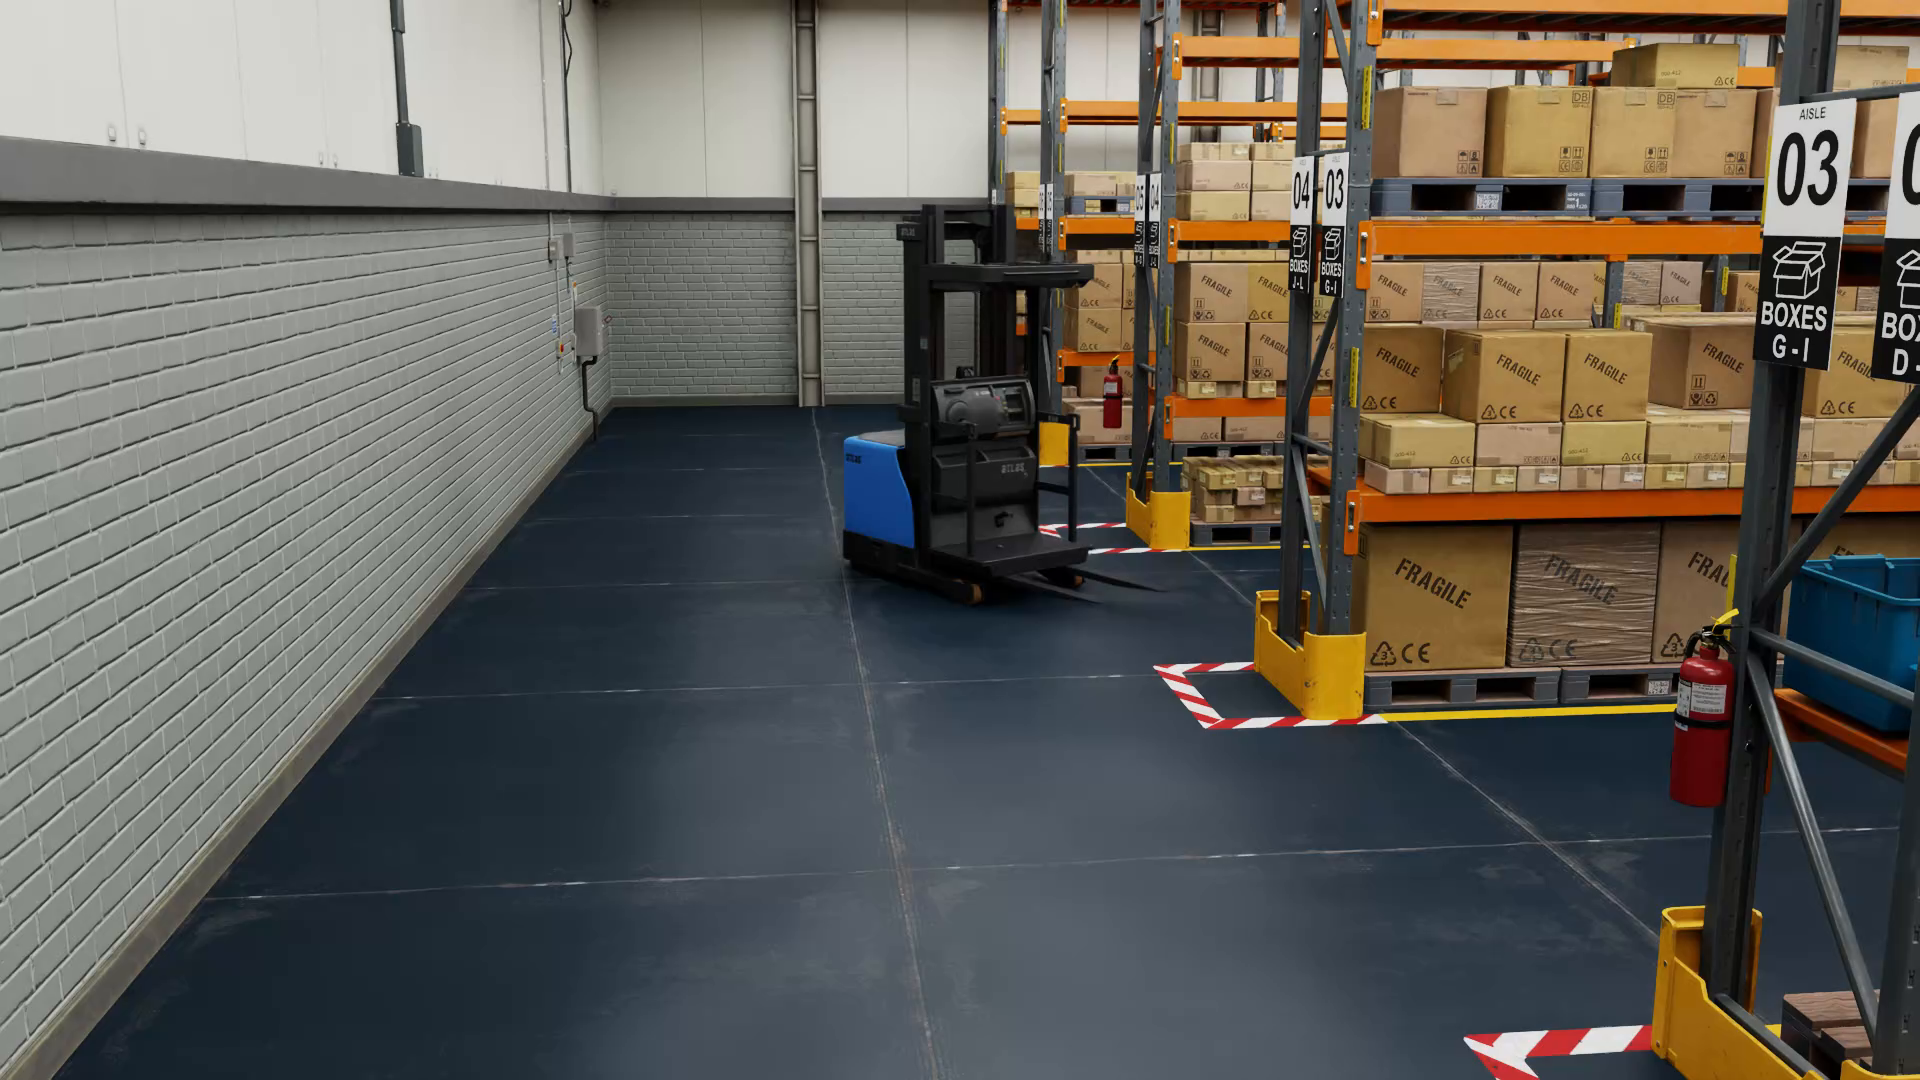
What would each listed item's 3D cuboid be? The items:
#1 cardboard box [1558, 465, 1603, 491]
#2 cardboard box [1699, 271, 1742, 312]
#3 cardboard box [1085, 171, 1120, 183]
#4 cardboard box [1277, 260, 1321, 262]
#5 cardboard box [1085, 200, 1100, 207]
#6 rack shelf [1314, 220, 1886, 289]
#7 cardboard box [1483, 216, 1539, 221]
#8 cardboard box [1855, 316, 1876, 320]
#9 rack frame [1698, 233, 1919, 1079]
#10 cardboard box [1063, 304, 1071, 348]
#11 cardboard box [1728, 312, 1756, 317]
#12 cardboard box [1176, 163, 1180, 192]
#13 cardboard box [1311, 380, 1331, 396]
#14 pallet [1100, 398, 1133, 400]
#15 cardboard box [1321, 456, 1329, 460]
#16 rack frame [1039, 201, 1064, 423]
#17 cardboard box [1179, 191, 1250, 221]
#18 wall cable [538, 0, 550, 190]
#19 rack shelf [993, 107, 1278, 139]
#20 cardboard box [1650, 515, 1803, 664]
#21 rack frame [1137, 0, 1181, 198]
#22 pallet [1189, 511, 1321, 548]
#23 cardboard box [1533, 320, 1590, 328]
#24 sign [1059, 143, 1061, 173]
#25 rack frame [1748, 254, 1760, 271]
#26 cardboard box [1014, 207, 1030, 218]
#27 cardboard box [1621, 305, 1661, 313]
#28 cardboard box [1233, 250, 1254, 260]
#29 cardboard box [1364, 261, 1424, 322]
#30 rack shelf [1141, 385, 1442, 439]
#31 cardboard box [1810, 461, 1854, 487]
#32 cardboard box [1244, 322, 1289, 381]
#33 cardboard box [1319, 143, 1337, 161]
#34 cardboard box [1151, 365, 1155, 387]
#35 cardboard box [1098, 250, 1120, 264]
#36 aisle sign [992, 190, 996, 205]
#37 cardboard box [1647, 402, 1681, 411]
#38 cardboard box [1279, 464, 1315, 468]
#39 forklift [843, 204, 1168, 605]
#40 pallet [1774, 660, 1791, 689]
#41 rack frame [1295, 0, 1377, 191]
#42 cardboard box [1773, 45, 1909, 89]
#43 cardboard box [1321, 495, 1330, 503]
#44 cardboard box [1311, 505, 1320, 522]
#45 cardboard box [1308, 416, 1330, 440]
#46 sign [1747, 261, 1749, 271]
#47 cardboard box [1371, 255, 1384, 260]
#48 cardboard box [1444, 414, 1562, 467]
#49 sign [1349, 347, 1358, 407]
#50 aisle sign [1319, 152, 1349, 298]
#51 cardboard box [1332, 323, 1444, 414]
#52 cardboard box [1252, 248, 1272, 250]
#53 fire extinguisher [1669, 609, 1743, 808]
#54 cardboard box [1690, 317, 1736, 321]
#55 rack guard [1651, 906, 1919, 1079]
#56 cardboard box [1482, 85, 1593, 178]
[{"bbox_3d":[3.543,-0.389,9.724,0.250,0.149,0.380,-1,11,-7],"label":"cardboard box"},{"bbox_3d":[9.438,-3.078,20.629,0.500,0.500,0.500,-2,11,-8],"label":"cardboard box"},{"bbox_3d":[1.997,-5.170,23.934,0.500,0.250,0.500,-1,11,-7],"label":"cardboard box"},{"bbox_3d":[3.146,-2.266,14.996,0.500,0.500,0.500,-1,11,-3],"label":"cardboard box"},{"bbox_3d":[2.007,-4.923,23.975,0.500,0.250,0.500,-2,11,-8],"label":"cardboard box"},{"bbox_3d":[4.122,-1.707,9.865,4.000,0.370,1.077,-1,11,-6],"label":"rack shelf"},{"bbox_3d":[4.719,-2.911,14.514,0.500,0.250,0.500,-1,11,-6],"label":"cardboard box"},{"bbox_3d":[8.198,-1.923,14.893,0.250,0.149,0.380,-1,11,-6],"label":"cardboard box"},{"bbox_3d":[2.668,0.403,5.042,0.127,3.000,1.000,-1,11,-6],"label":"rack frame"},{"bbox_3d":[1.514,-2.557,19.840,0.500,0.500,0.500,-1,11,-6],"label":"cardboard box"},{"bbox_3d":[7.349,-2.031,15.443,0.250,0.149,0.380,-2,11,-9],"label":"cardboard box"},{"bbox_3d":[2.129,-3.202,14.696,0.500,0.250,0.500,-2,11,-8],"label":"cardboard box"},{"bbox_3d":[3.093,-1.362,14.671,0.250,0.149,0.380,-1,11,-7],"label":"cardboard box"},{"bbox_3d":[2.602,-2.074,24.871,1.213,0.211,1.003,-1,11,-6],"label":"pallet"},{"bbox_3d":[3.496,-0.677,15.293,0.250,0.149,0.380,-2,11,-8],"label":"cardboard box"},{"bbox_3d":[1.063,-2.447,19.540,0.127,3.000,1.000,-1,11,-6],"label":"rack frame"},{"bbox_3d":[2.172,-2.859,14.246,0.500,0.250,0.500,-1,11,-4],"label":"cardboard box"},{"bbox_3d":[-4.561,-5.218,18.084,0.029,3.000,0.463,-1,11,-6],"label":"wall cable"},{"bbox_3d":[2.512,-6.030,24.085,4.000,0.370,1.077,-1,11,-6],"label":"rack shelf"},{"bbox_3d":[4.551,0.224,10.374,0.875,0.875,0.875,-1,11,-6],"label":"cardboard box"},{"bbox_3d":[1.698,-4.444,14.144,0.127,3.000,1.000,-1,11,-6],"label":"rack frame"},{"bbox_3d":[2.585,-0.144,15.051,1.213,0.211,1.003,-1,11,-6],"label":"pallet"},{"bbox_3d":[5.225,-1.714,14.781,0.500,0.500,0.500,-1,11,-6],"label":"cardboard box"},{"bbox_3d":[1.117,-4.280,18.617,0.005,0.325,0.100,-1,11,-6],"label":"sign"},{"bbox_3d":[12.453,-3.649,25.654,0.127,3.000,1.000,-1,11,-6],"label":"rack frame"},{"bbox_3d":[0.866,-4.710,23.924,0.250,0.149,0.380,-1,11,-5],"label":"cardboard box"},{"bbox_3d":[8.053,-2.715,19.997,0.500,0.250,0.500,-1,11,-8],"label":"cardboard box"},{"bbox_3d":[3.248,-3.299,19.338,0.250,0.149,0.380,-1,11,-6],"label":"cardboard box"},{"bbox_3d":[3.700,-2.174,14.527,0.500,0.500,0.500,-2,11,-8],"label":"cardboard box"},{"bbox_3d":[3.687,-1.189,15.004,4.000,0.370,1.077,-1,11,-6],"label":"rack shelf"},{"bbox_3d":[5.076,-0.422,9.888,0.250,0.149,0.380,-1,11,-5],"label":"cardboard box"},{"bbox_3d":[2.704,-1.668,14.544,0.500,0.500,0.500,-1,11,-6],"label":"cardboard box"},{"bbox_3d":[3.064,-3.326,14.296,0.250,0.149,0.380,-1,11,-4],"label":"cardboard box"},{"bbox_3d":[3.028,-2.405,24.718,0.500,0.500,0.700,-2,11,-8],"label":"cardboard box"},{"bbox_3d":[1.699,-3.279,19.236,0.250,0.149,0.380,-1,11,-5],"label":"cardboard box"},{"bbox_3d":[0.487,-4.617,23.837,0.004,0.787,0.394,-1,11,-6],"label":"aisle sign"},{"bbox_3d":[4.114,-0.713,10.336,0.500,0.250,0.500,-1,11,-6],"label":"cardboard box"},{"bbox_3d":[3.019,-0.576,14.779,0.250,0.149,0.380,-2,11,-9],"label":"cardboard box"},{"bbox_3d":[0.318,-1.057,12.644,1.130,2.935,3.031,-8,14,-36],"label":"forklift"},{"bbox_3d":[5.346,0.739,10.562,1.213,0.211,1.003,-1,11,-6],"label":"pallet"},{"bbox_3d":[2.134,-3.490,9.295,0.127,3.000,1.000,-1,11,-6],"label":"rack frame"},{"bbox_3d":[5.174,-2.756,9.782,0.500,0.250,0.500,-2,11,-10],"label":"cardboard box"},{"bbox_3d":[3.279,-0.440,14.862,0.250,0.149,0.380,-2,11,-9],"label":"cardboard box"},{"bbox_3d":[3.017,-0.269,14.761,0.250,0.149,0.380,-1,11,-5],"label":"cardboard box"},{"bbox_3d":[4.404,-1.487,20.209,0.875,0.438,0.875,-1,11,-7],"label":"cardboard box"},{"bbox_3d":[12.392,-4.219,26.104,0.005,0.325,0.100,-1,11,-6],"label":"sign"},{"bbox_3d":[4.768,-3.321,19.452,0.250,0.149,0.380,-1,11,-7],"label":"cardboard box"},{"bbox_3d":[3.156,-0.589,9.708,0.500,0.250,0.500,-1,11,-7],"label":"cardboard box"},{"bbox_3d":[2.188,-0.904,9.240,0.005,0.325,0.100,-1,11,-6],"label":"sign"},{"bbox_3d":[2.094,-1.763,9.322,0.004,0.787,0.394,-1,11,-6],"label":"aisle sign"},{"bbox_3d":[2.590,-1.048,10.095,0.500,0.500,0.500,-1,11,-5],"label":"cardboard box"},{"bbox_3d":[3.675,-3.417,19.938,0.250,0.149,0.380,-2,11,-8],"label":"cardboard box"},{"bbox_3d":[2.469,0.540,5.513,0.183,0.674,0.296,-1,11,-6],"label":"fire extinguisher"},{"bbox_3d":[6.648,-1.890,14.726,0.250,0.149,0.380,-1,11,-6],"label":"cardboard box"},{"bbox_3d":[2.646,1.633,5.268,0.348,0.500,1.175,-1,11,-6],"label":"rack guard"},{"bbox_3d":[3.217,-2.333,9.574,0.500,0.500,0.700,-2,11,-8],"label":"cardboard box"}]
